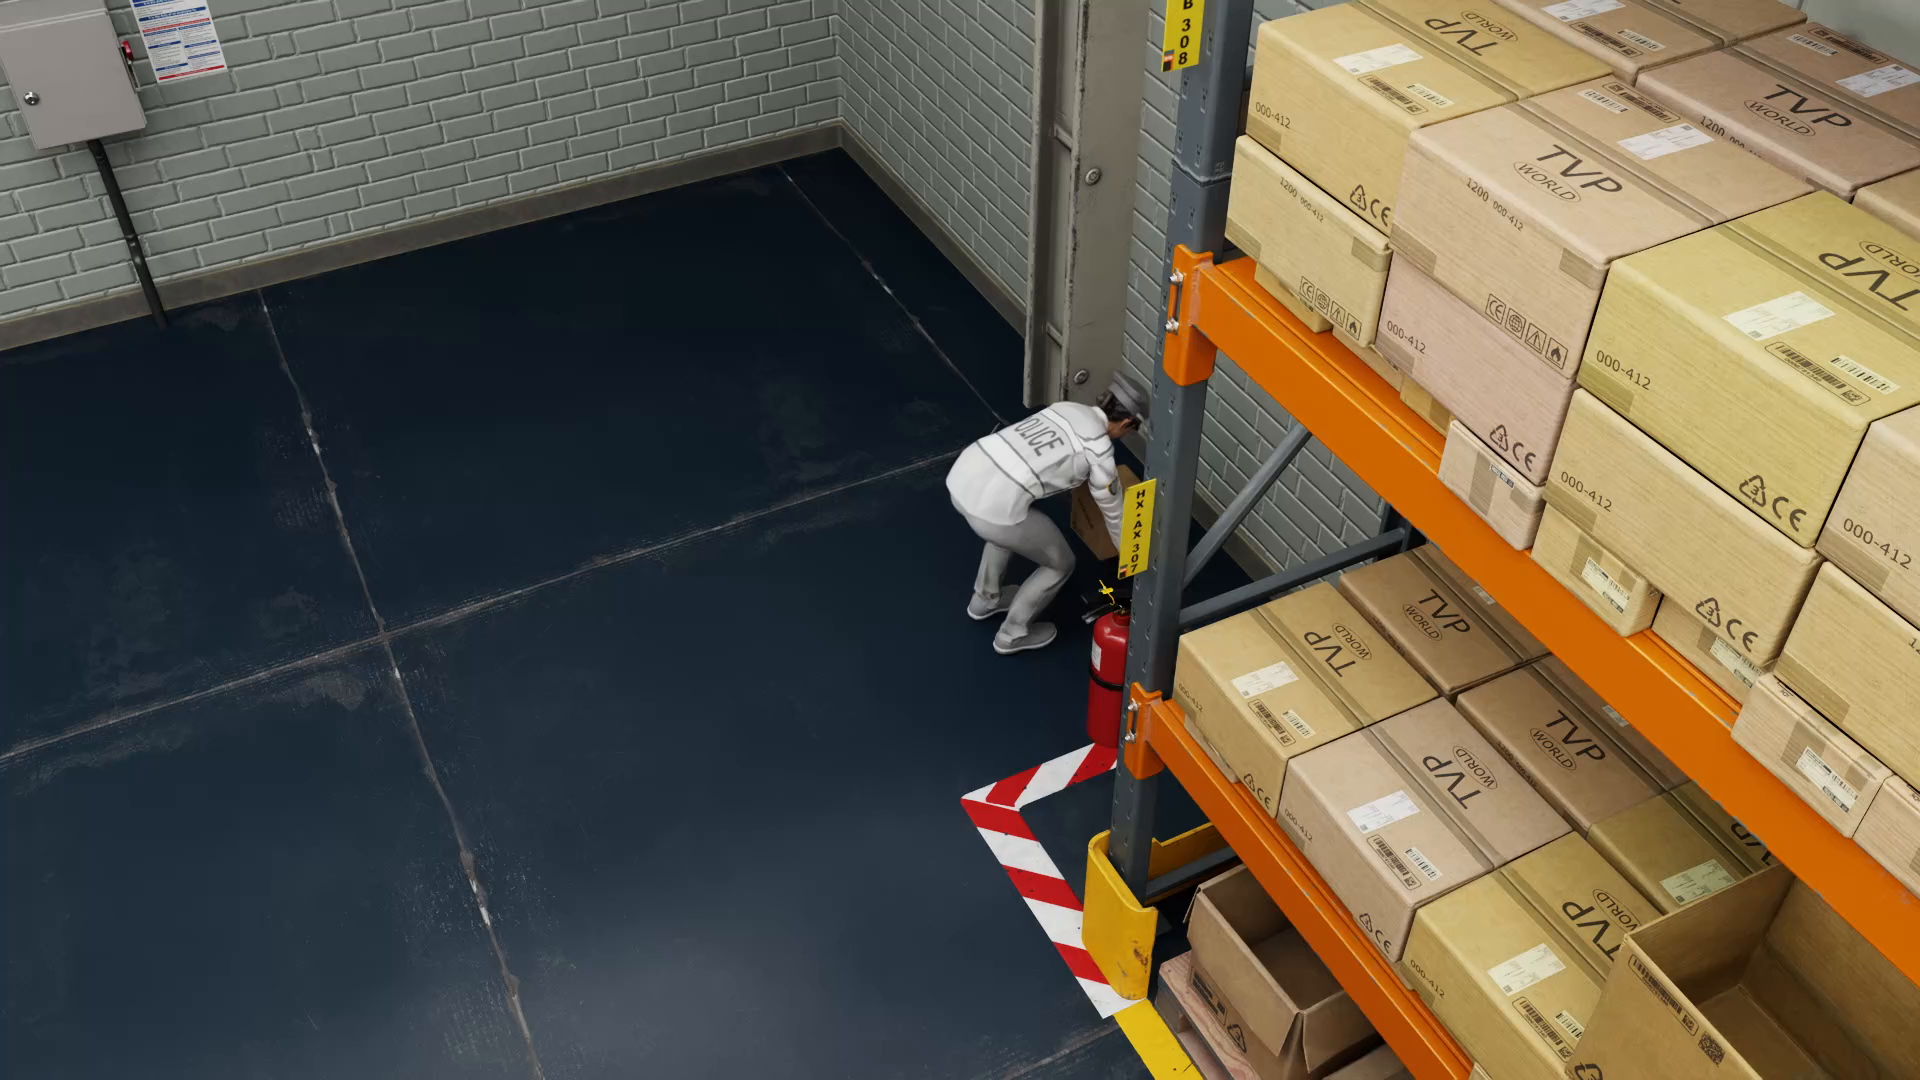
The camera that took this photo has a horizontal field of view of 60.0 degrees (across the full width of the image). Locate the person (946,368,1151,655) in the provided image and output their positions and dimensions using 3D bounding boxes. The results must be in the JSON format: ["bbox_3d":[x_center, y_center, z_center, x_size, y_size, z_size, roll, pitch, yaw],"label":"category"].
[{"bbox_3d":[0.385,-0.117,6.717,0.920,1.102,0.449,-21,46,-22],"label":"person"}]
